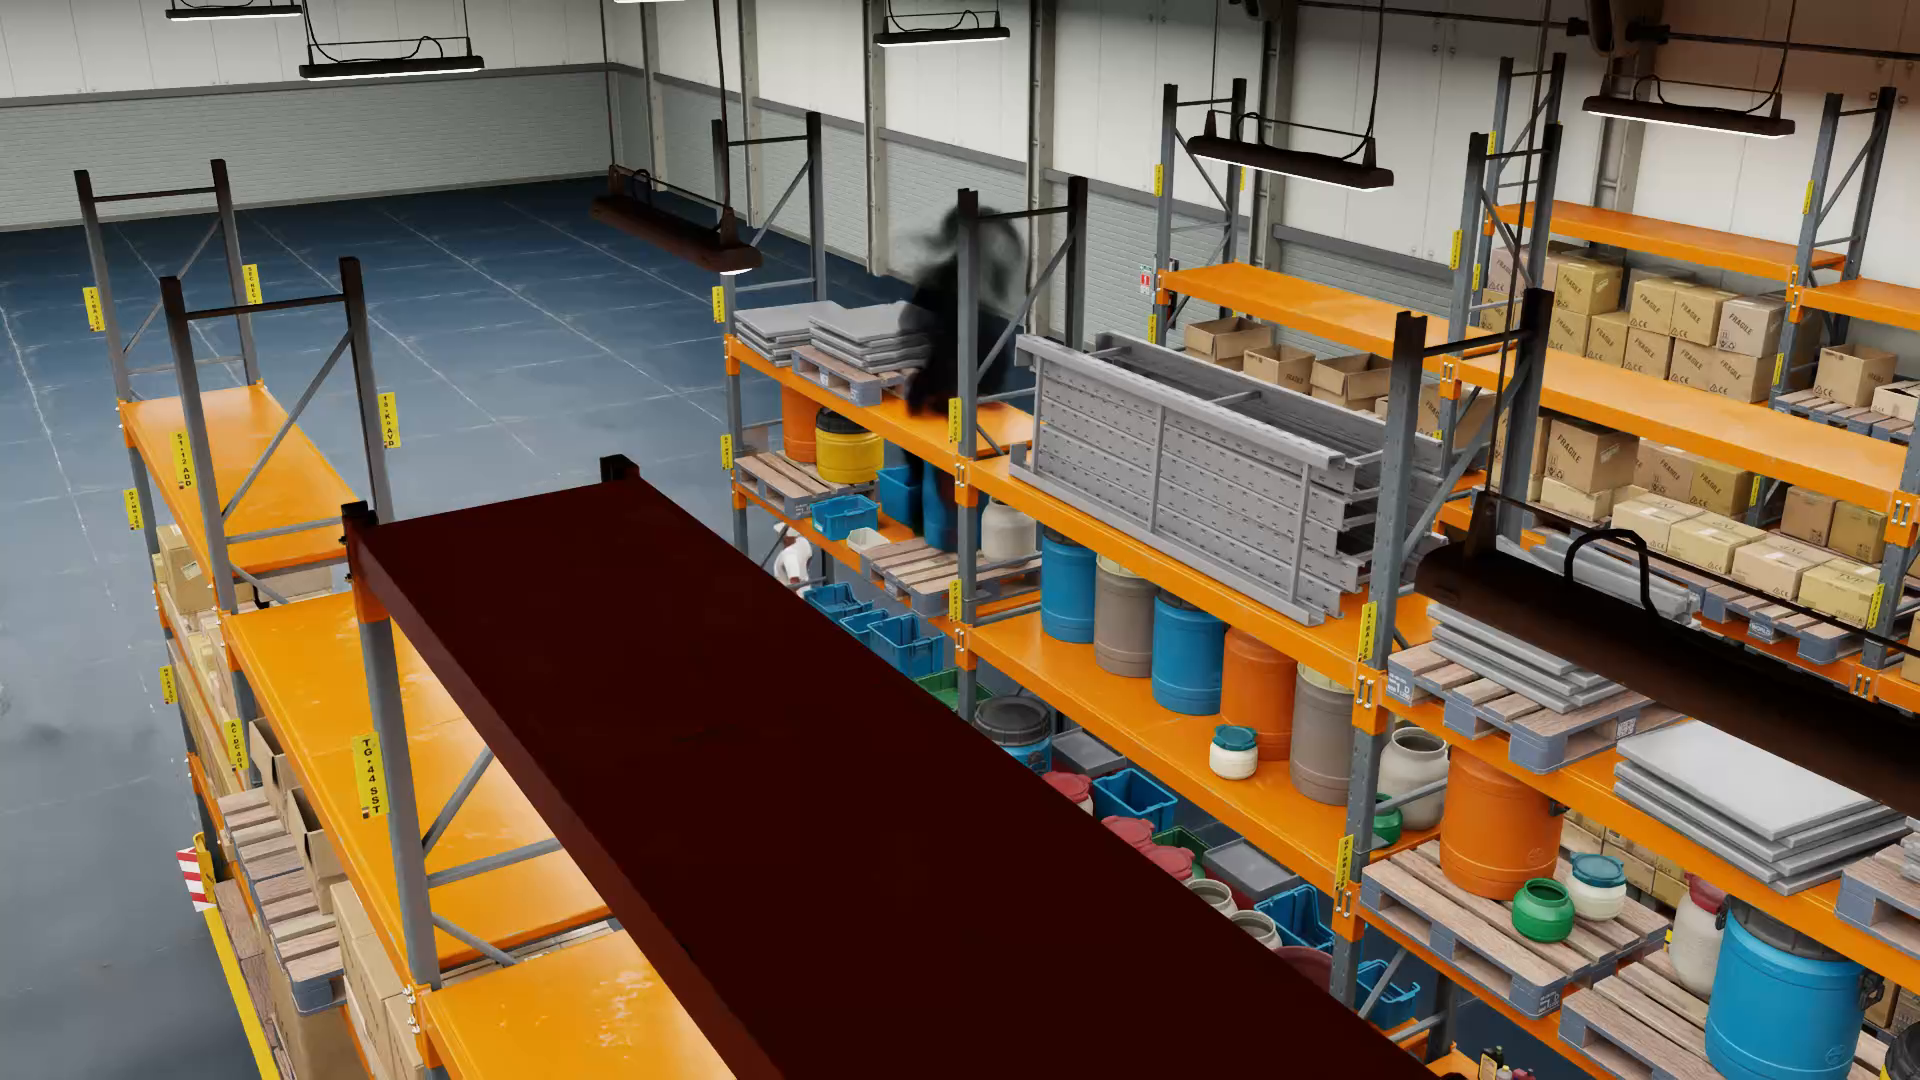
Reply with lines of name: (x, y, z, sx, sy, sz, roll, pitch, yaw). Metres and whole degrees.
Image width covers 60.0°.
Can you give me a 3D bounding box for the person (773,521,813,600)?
person: (-1.722, 0.582, 17.634, 0.766, 1.737, 0.743, 3, 22, 8)
